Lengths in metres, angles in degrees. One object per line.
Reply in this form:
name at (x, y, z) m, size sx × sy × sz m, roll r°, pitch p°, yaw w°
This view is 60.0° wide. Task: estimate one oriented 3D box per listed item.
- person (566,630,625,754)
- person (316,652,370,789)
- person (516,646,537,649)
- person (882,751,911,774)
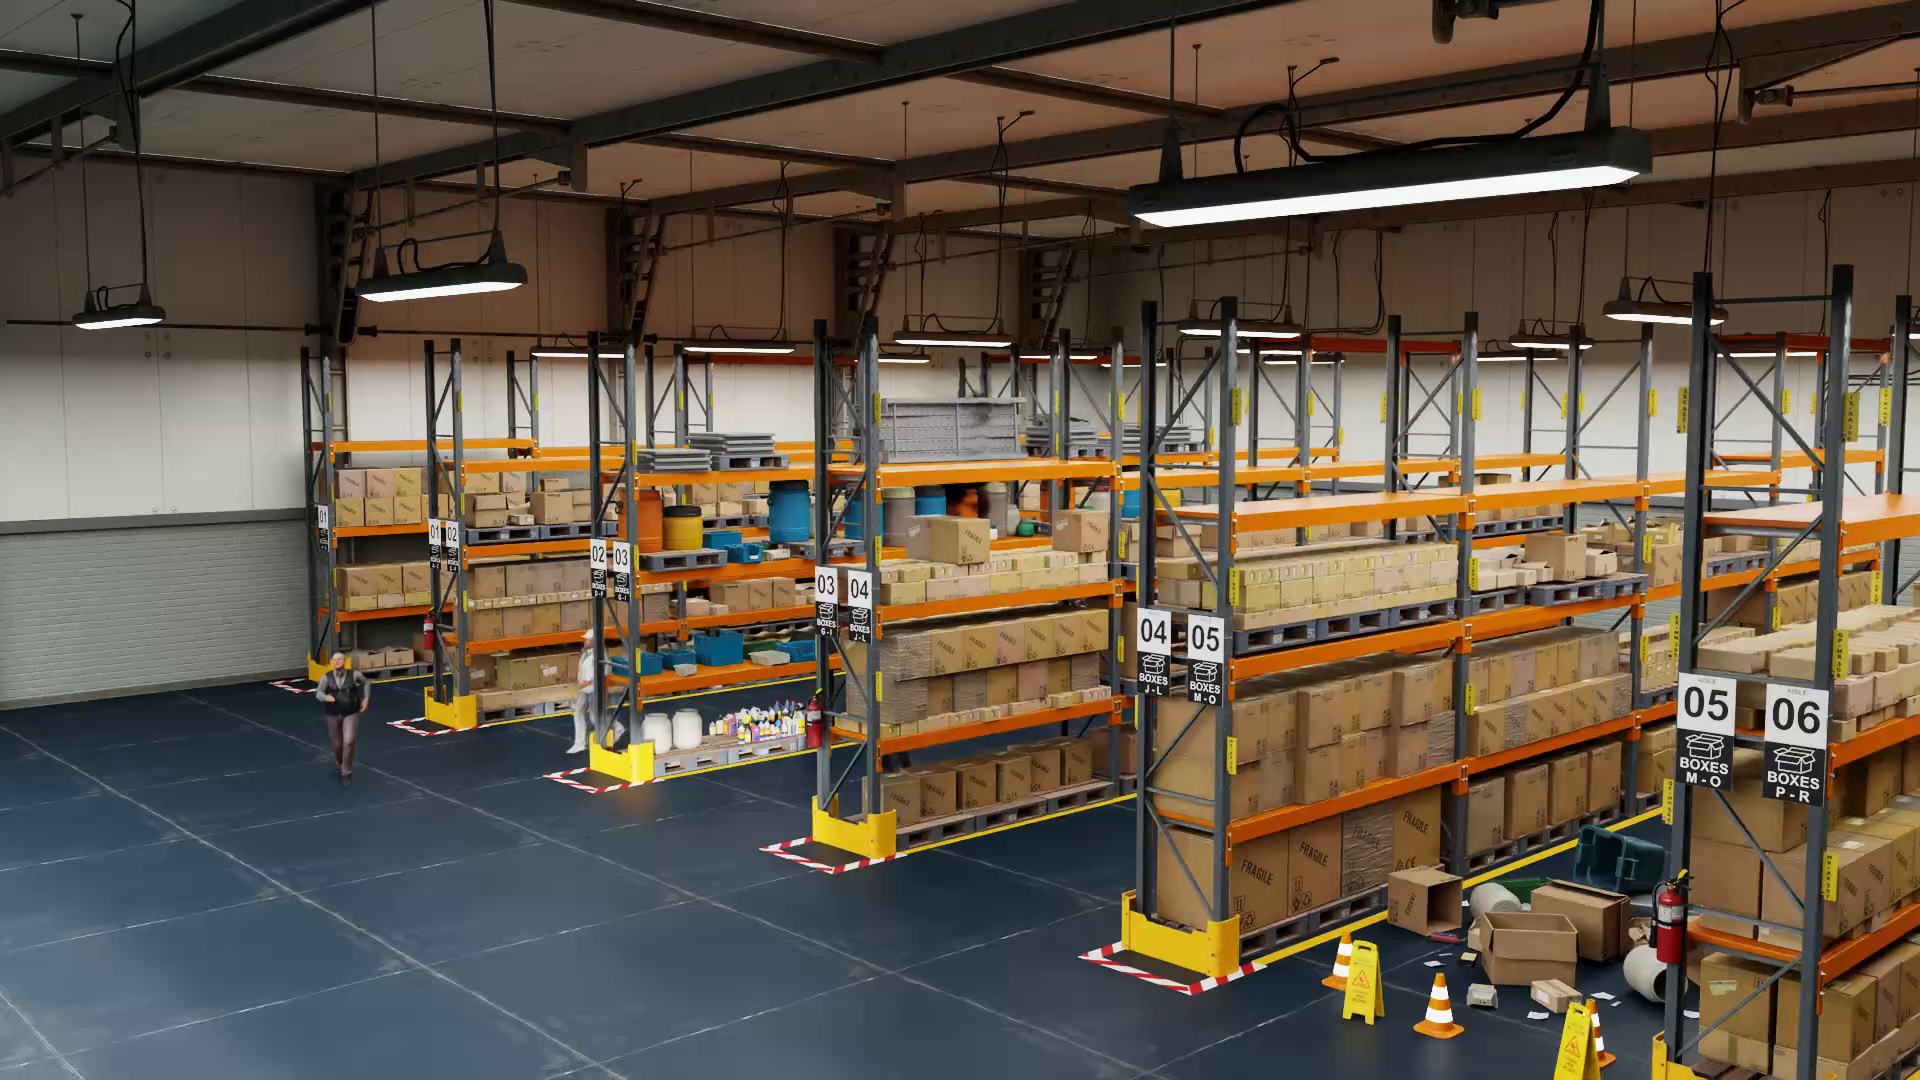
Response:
person at (-5.304, 2.178, 24.042) m, size 0.852 × 1.781 × 0.681 m, roll -5°, pitch 7°, yaw -43°
person at (-8.220, 2.369, 22.144) m, size 0.659 × 1.747 × 0.882 m, roll -1°, pitch 5°, yaw -12°
person at (-7.409, 1.732, 28.749) m, size 0.650 × 1.840 × 0.826 m, roll 4°, pitch 7°, yaw 41°
person at (-0.891, 2.420, 21.804) m, size 0.546 × 1.653 × 0.676 m, roll 4°, pitch 6°, yaw 35°
